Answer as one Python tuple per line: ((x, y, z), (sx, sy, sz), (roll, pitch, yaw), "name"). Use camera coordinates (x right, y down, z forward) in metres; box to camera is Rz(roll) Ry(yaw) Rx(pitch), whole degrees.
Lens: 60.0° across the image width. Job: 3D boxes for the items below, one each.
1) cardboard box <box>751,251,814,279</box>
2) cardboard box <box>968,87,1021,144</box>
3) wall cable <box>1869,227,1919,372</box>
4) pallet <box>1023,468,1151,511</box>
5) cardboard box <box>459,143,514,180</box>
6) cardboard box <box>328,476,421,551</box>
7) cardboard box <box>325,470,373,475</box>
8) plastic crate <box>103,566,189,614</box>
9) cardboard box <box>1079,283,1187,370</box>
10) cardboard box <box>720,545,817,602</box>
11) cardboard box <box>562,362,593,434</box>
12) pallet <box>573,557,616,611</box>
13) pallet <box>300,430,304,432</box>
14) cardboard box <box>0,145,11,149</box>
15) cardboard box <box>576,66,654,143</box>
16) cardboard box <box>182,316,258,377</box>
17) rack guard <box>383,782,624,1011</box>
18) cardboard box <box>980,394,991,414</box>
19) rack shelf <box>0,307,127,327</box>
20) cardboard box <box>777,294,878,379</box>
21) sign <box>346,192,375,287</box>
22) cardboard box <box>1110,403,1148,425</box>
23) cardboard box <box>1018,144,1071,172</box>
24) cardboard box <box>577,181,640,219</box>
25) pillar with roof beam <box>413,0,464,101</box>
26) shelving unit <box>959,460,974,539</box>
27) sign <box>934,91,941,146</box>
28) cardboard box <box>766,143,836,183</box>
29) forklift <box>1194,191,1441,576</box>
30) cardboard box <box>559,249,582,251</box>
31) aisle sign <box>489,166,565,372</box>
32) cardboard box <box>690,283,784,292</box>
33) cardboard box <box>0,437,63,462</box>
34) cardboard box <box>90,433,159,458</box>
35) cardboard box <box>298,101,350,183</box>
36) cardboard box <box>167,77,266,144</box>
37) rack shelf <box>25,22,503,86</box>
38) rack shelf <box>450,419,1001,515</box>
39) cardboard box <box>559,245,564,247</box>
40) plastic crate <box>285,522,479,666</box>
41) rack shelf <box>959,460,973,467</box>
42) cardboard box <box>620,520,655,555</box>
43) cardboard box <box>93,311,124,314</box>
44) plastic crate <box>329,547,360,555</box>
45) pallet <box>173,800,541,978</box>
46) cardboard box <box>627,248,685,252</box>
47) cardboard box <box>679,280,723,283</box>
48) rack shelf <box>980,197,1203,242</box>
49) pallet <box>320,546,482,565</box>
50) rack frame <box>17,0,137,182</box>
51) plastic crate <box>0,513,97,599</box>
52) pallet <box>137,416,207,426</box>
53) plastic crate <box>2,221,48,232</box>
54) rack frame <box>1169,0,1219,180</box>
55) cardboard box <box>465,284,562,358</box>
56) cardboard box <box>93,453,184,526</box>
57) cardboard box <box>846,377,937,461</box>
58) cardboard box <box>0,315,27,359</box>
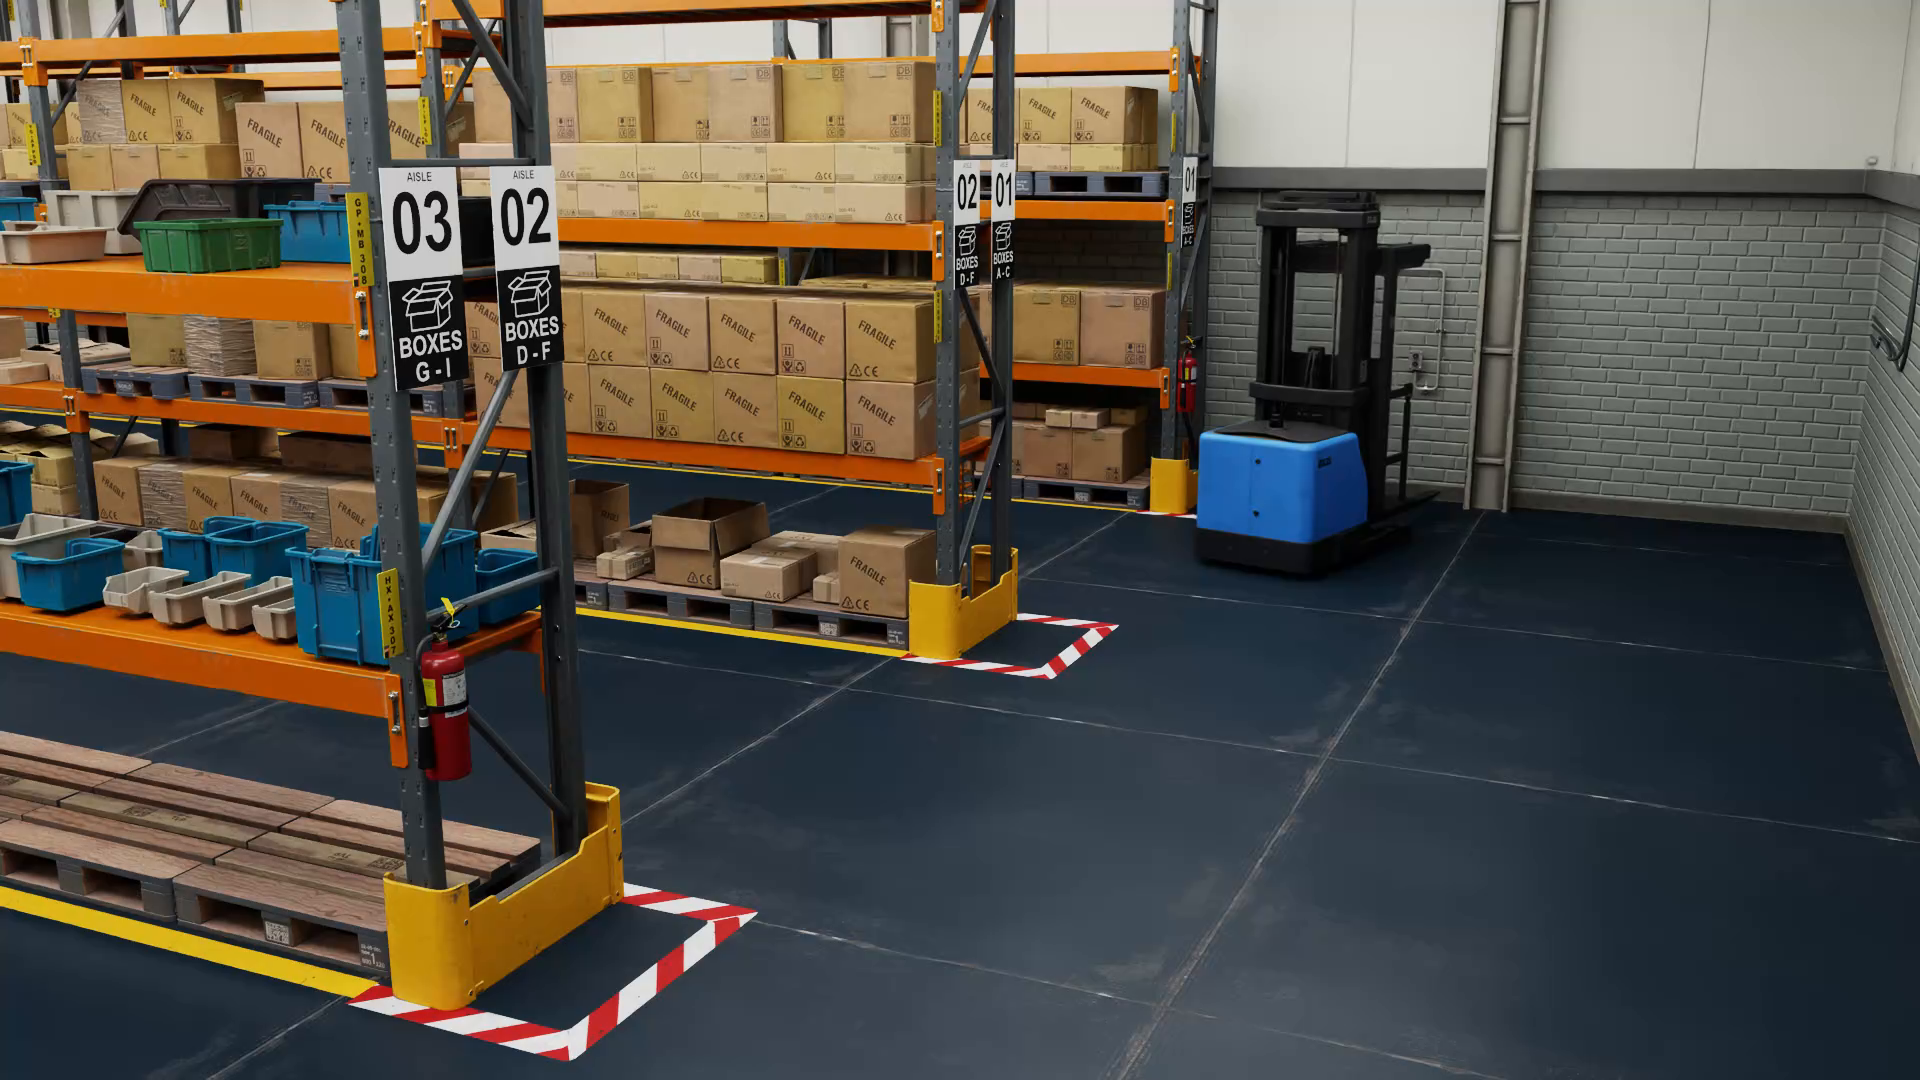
((-1.863, -2.868, 17.357), (0.500, 0.250, 0.500), (6, 15, 25), "cardboard box")
((0.396, -3.944, 15.480), (0.500, 0.500, 0.500), (5, 14, 21), "cardboard box")
((7.135, -2.644, 12.621), (0.112, 2.526, 3.097), (6, 14, 23), "wall cable")
((1.346, -0.533, 16.064), (1.213, 0.211, 1.003), (6, 14, 23), "pallet")
((-3.207, -2.702, 11.871), (0.500, 0.250, 0.500), (6, 14, 23), "cardboard box")
((-4.567, -0.199, 13.044), (0.500, 0.500, 0.500), (6, 14, 23), "cardboard box")
((-4.841, -0.356, 13.713), (0.500, 0.500, 0.500), (6, 14, 24), "cardboard box")
((-3.525, 0.224, 7.181), (0.250, 0.136, 0.298), (6, 14, 23), "plastic crate")
((1.639, -2.024, 15.658), (0.700, 0.700, 0.980), (7, 15, 26), "cardboard box")
((-1.347, 0.234, 11.749), (0.500, 0.250, 0.500), (6, 14, 23), "cardboard box")
((-2.726, -1.066, 12.012), (0.500, 0.500, 0.500), (6, 15, 24), "cardboard box")
((-2.924, 0.253, 12.713), (1.213, 0.211, 1.003), (6, 14, 23), "pallet")
((-7.031, -1.401, 19.765), (1.213, 0.211, 1.003), (6, 14, 23), "pallet")
((-11.839, -4.692, 20.855), (0.500, 0.500, 0.500), (7, 15, 27), "cardboard box")
((-2.232, -3.006, 11.525), (0.500, 0.500, 0.700), (6, 14, 23), "cardboard box")
((-5.828, -1.632, 13.506), (0.500, 0.500, 0.700), (9, 16, 34), "cardboard box")
((-1.877, 1.453, 6.969), (0.348, 0.500, 1.175), (6, 14, 23), "rack guard")
((0.233, -1.351, 16.578), (0.250, 0.149, 0.380), (6, 14, 22), "cardboard box")
((-10.691, -2.778, 21.103), (4.000, 0.370, 1.077), (6, 14, 23), "rack shelf")
((-0.875, -1.364, 11.093), (0.500, 0.500, 0.500), (6, 15, 25), "cardboard box")
((-2.112, -1.057, 5.855), (0.005, 0.325, 0.100), (6, 14, 23), "sign")
((1.624, -1.210, 15.979), (0.250, 0.149, 0.380), (6, 14, 24), "cardboard box")
((0.856, -3.534, 15.372), (0.500, 0.250, 0.500), (5, 14, 21), "cardboard box")
((-2.295, -2.365, 11.530), (0.500, 0.250, 0.500), (6, 14, 23), "cardboard box")
((-7.787, -4.896, 15.420), (0.400, 9.000, 9.100), (6, 14, 23), "pillar with roof beam")
((-0.013, -0.585, 14.123), (0.189, 1.200, 0.258), (6, 14, 23), "shelving unit")
((-0.137, -2.575, 10.159), (0.005, 0.325, 0.100), (6, 14, 23), "sign")
((-0.924, -2.469, 10.879), (0.500, 0.250, 0.500), (6, 14, 23), "cardboard box")
((3.191, -1.430, 13.935), (1.130, 2.935, 3.031), (10, 17, 37), "forklift")
((-4.403, -2.996, 17.901), (0.500, 0.250, 0.500), (6, 14, 22), "cardboard box")
((-1.718, -1.085, 6.620), (0.004, 0.787, 0.394), (6, 14, 23), "aisle sign")
((-1.594, -1.570, 11.974), (0.500, 0.500, 0.500), (6, 14, 23), "cardboard box")
((-8.265, -0.721, 14.632), (0.500, 0.311, 0.500), (6, 14, 22), "cardboard box")
((-7.568, -0.787, 14.914), (0.500, 0.311, 0.500), (6, 15, 25), "cardboard box")
((-4.602, -3.049, 12.760), (0.600, 0.600, 0.600), (6, 14, 23), "cardboard box")
((-5.880, -3.398, 13.195), (0.500, 0.500, 0.500), (6, 14, 23), "cardboard box")
((-5.380, -3.729, 12.898), (4.000, 0.370, 1.077), (6, 14, 23), "rack shelf")
((-1.723, -0.633, 11.960), (4.000, 0.370, 1.077), (6, 14, 23), "rack shelf")
((-4.686, -3.154, 18.573), (0.500, 0.250, 0.500), (6, 15, 25), "cardboard box")
((-2.286, 0.198, 6.636), (0.499, 0.435, 0.616), (6, 14, 23), "plastic crate")
((-0.013, -0.659, 14.106), (0.180, 0.103, 0.258), (6, 14, 23), "rack shelf")
((-2.230, -0.010, 12.655), (0.500, 0.311, 0.500), (6, 14, 23), "cardboard box")
((-10.337, -2.952, 20.552), (0.500, 0.250, 0.500), (6, 14, 23), "cardboard box")
((-2.876, 0.134, 7.563), (0.298, 0.136, 0.250), (6, 14, 23), "plastic crate")
((-2.642, 1.510, 7.360), (1.213, 0.211, 1.003), (6, 14, 23), "pallet")
((-3.280, -3.010, 17.960), (0.500, 0.250, 0.500), (5, 14, 22), "cardboard box")
((-2.543, -2.441, 17.180), (0.500, 0.500, 0.500), (6, 14, 24), "cardboard box")
((0.280, -3.128, 16.028), (4.000, 0.370, 1.077), (6, 14, 23), "rack shelf")
((-4.310, 0.122, 13.272), (1.213, 0.211, 1.003), (6, 14, 23), "pallet")
((-7.208, -4.459, 13.558), (0.127, 3.000, 1.000), (6, 14, 23), "rack frame")
((-4.239, 0.074, 7.499), (0.530, 0.282, 0.437), (6, 14, 23), "plastic crate")
((-9.491, -1.640, 20.784), (1.213, 0.211, 1.003), (6, 14, 23), "pallet")
((-4.244, -1.428, 7.783), (0.466, 0.136, 0.293), (6, 14, 23), "plastic crate")
((2.109, -4.754, 14.815), (0.127, 3.000, 1.000), (6, 14, 23), "rack frame")
((-3.234, -1.601, 12.104), (0.500, 0.500, 0.500), (6, 15, 25), "cardboard box")
((-6.908, -0.434, 14.045), (0.500, 0.500, 0.500), (6, 15, 26), "cardboard box")
((-0.414, -0.831, 11.012), (0.500, 0.500, 0.500), (6, 15, 25), "cardboard box")
((-8.749, -1.739, 14.879), (0.500, 0.500, 0.500), (5, 14, 20), "cardboard box")
